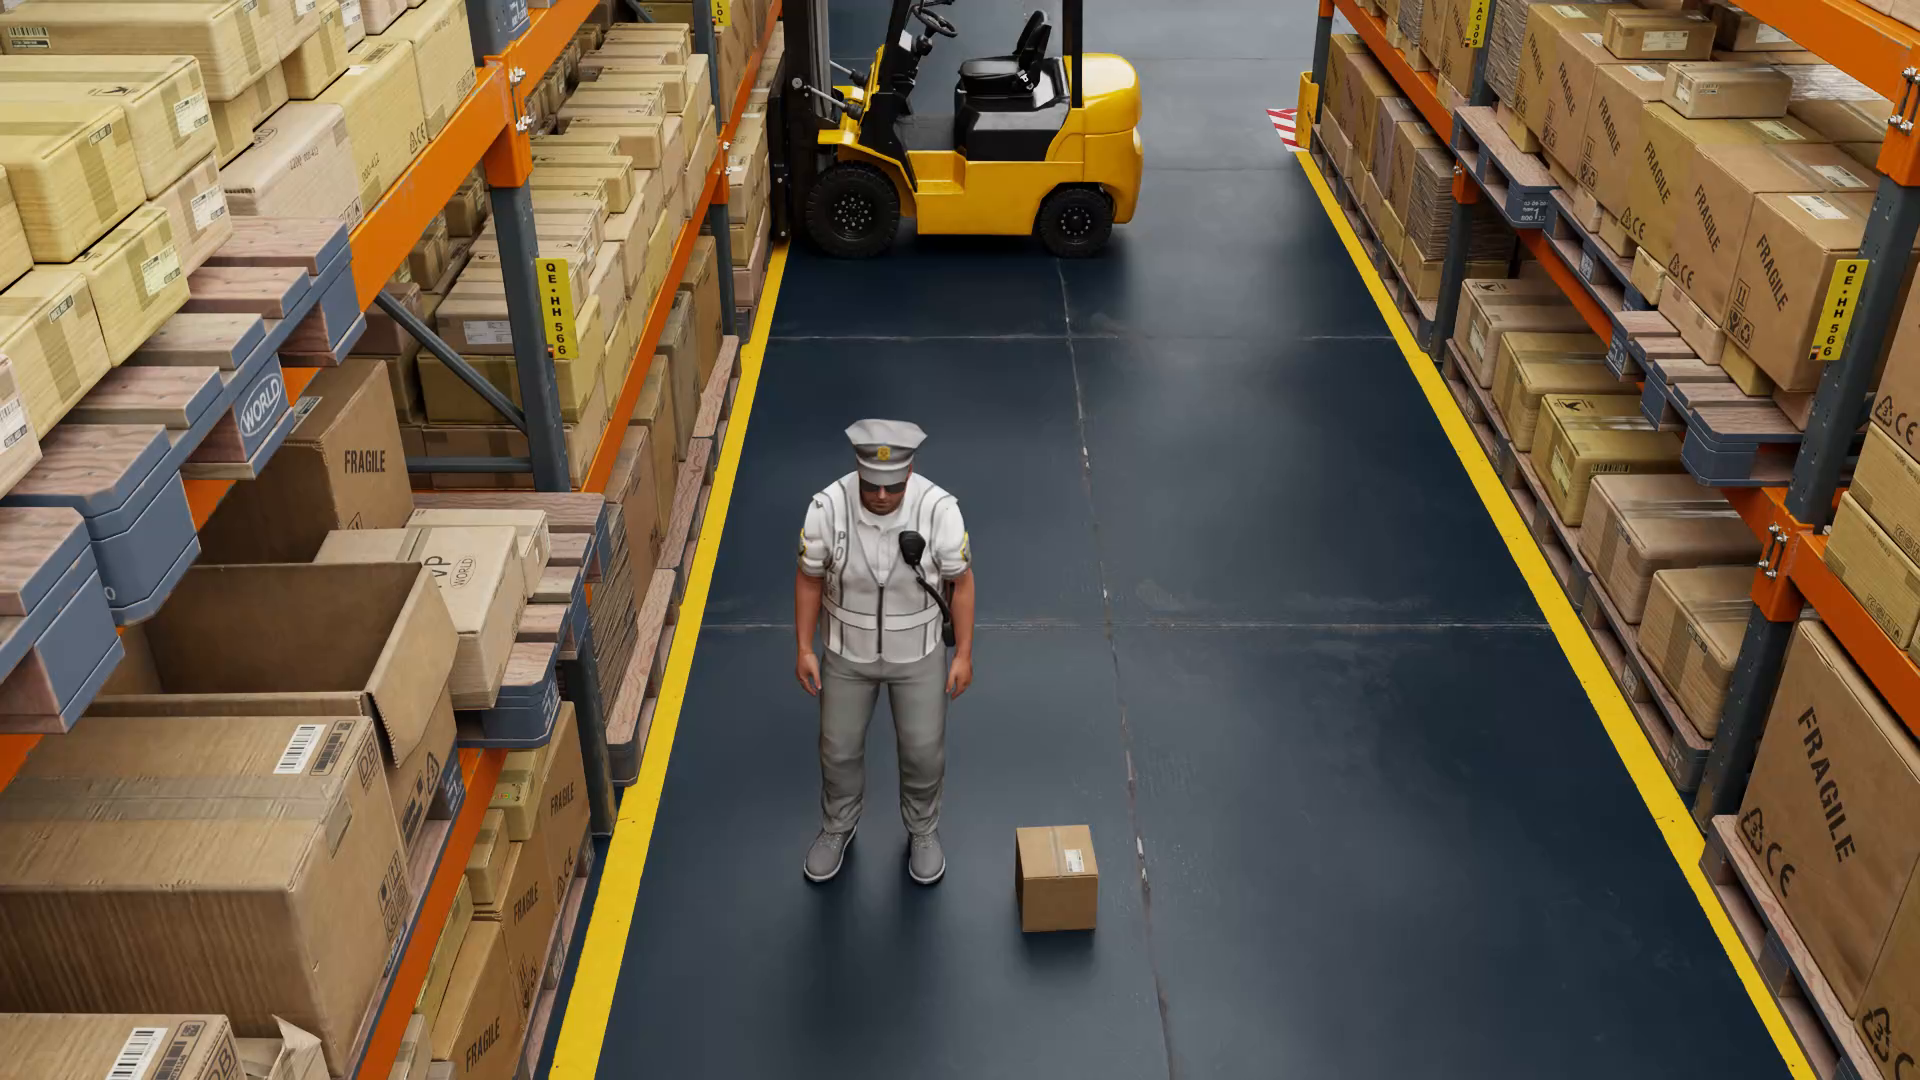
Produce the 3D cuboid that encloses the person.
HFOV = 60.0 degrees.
[{"bbox_3d":[-0.299,0.383,5.497,0.500,1.748,0.331,1,31,2],"label":"person"}]
